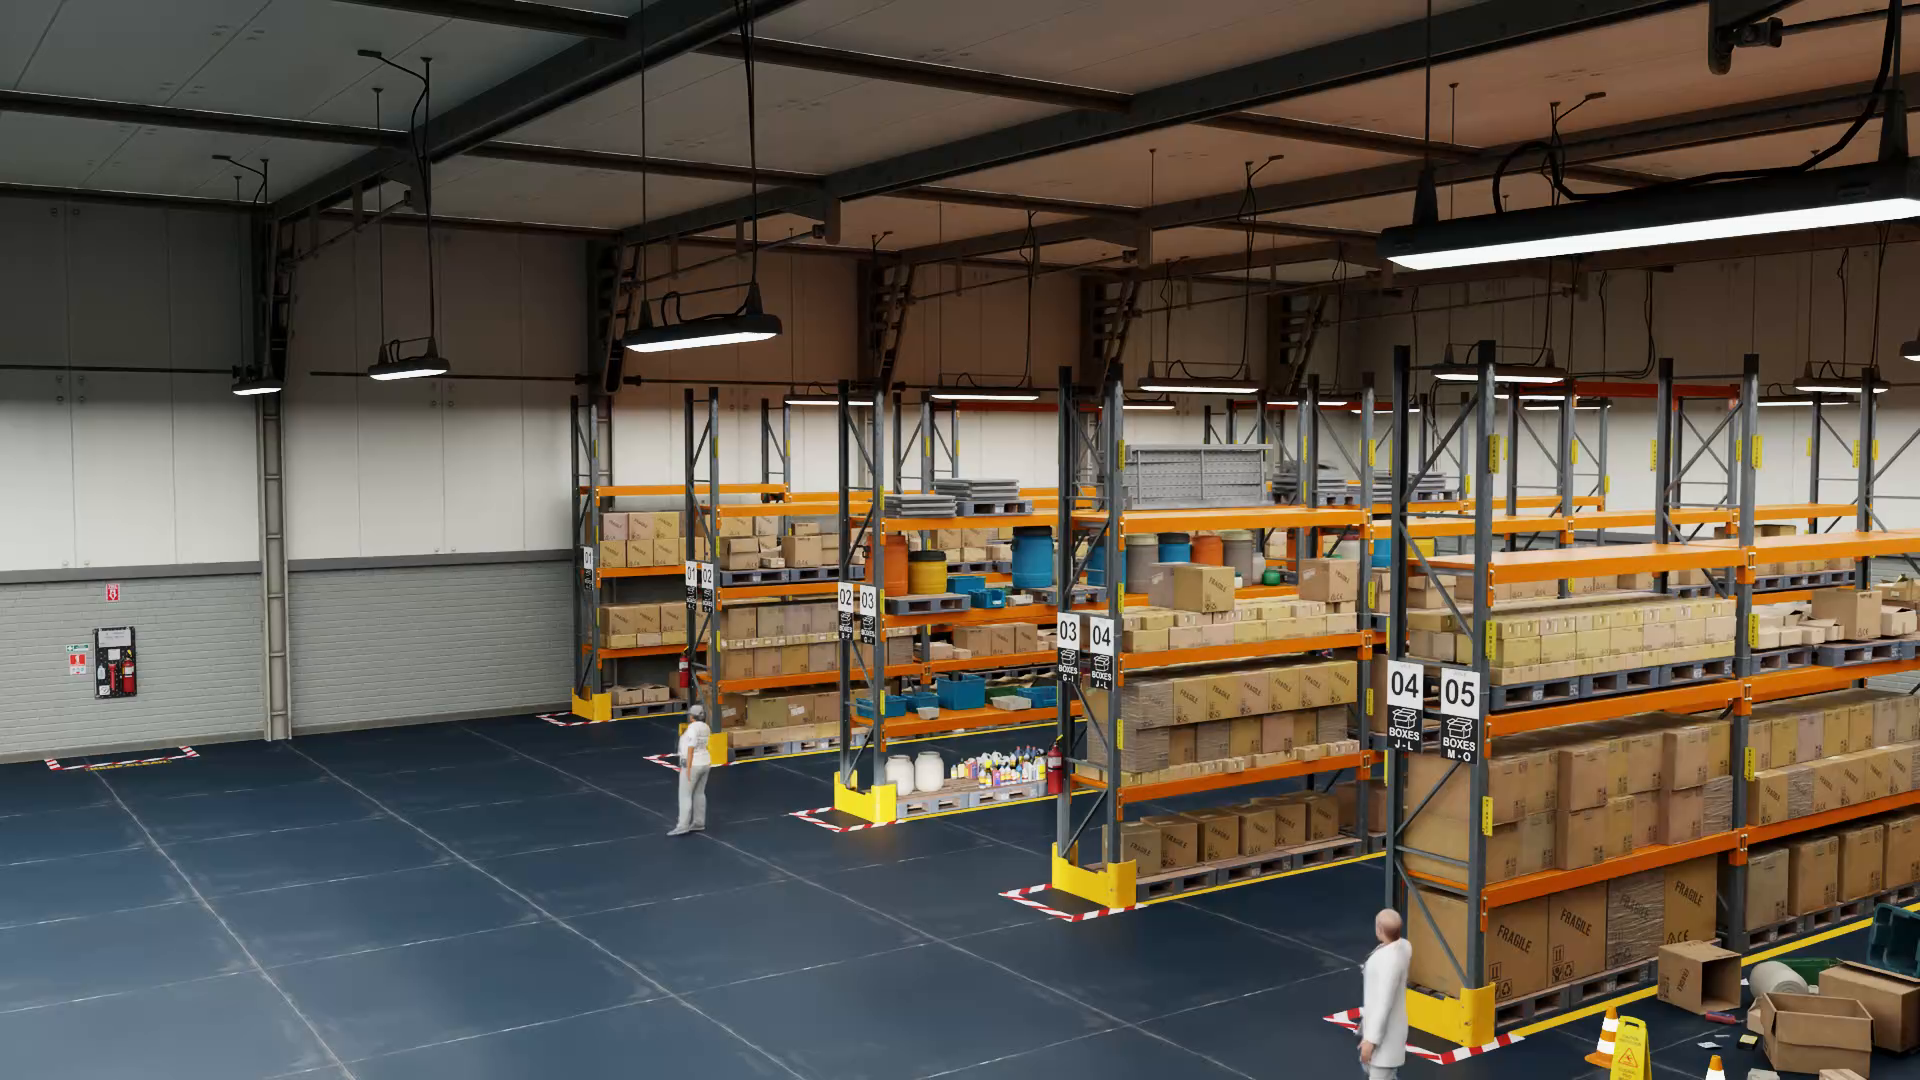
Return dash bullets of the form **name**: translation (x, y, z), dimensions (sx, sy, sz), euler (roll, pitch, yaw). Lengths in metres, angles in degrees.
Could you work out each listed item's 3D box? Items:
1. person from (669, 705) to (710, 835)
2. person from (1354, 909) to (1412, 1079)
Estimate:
- **person**: translation (-3.549, 3.018, 21.913), dimensions (0.437, 1.681, 0.576), euler (1, 4, 17)
- **person**: translation (3.084, 3.539, 12.040), dimensions (0.547, 1.781, 0.662), euler (1, 4, 16)
